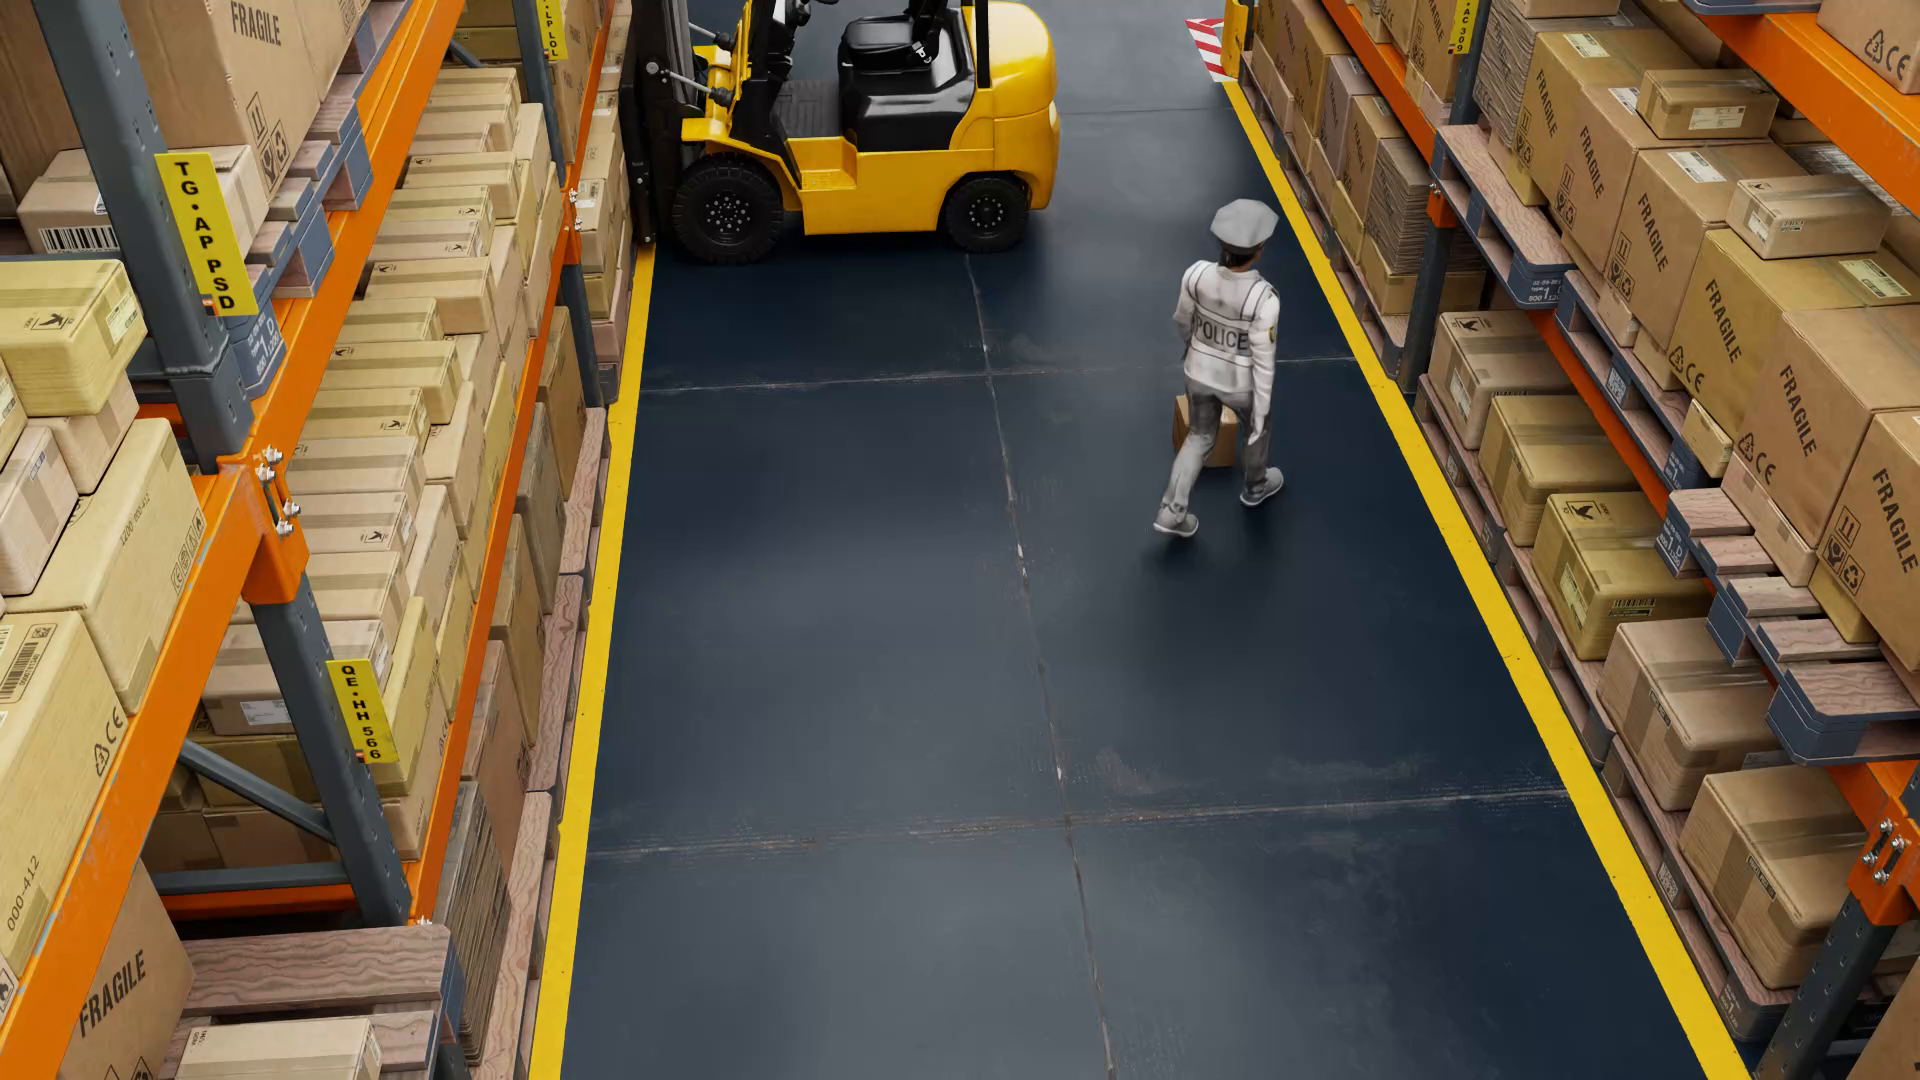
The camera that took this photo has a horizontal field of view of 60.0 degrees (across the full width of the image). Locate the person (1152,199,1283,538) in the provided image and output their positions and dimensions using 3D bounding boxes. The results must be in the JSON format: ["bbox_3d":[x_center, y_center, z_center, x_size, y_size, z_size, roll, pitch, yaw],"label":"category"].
[{"bbox_3d":[1.167,-0.748,7.082,0.512,1.627,0.811,22,44,24],"label":"person"}]
